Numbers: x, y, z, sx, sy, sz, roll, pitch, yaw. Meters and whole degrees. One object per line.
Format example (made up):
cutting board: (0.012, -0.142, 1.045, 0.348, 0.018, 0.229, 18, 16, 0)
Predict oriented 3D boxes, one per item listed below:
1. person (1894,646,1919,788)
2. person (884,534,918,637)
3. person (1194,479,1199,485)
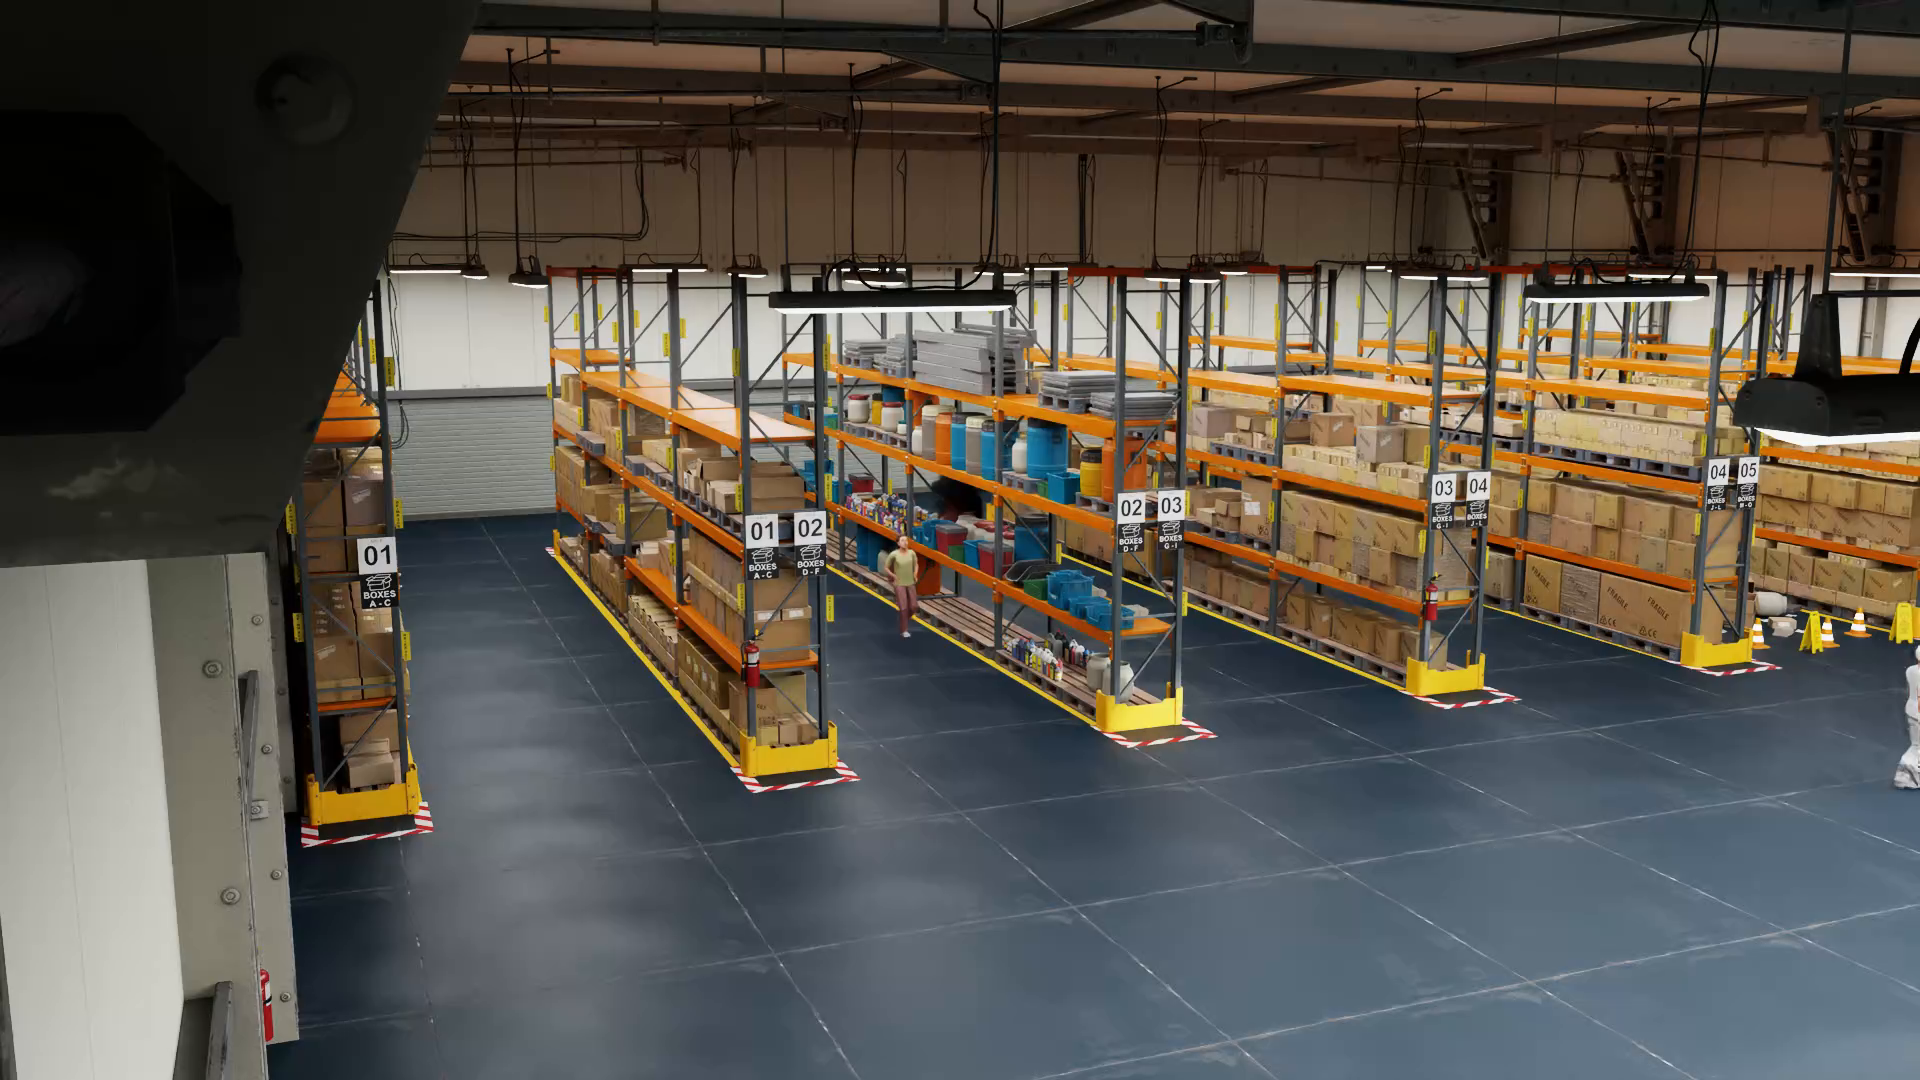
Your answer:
person: (11.414, 2.080, 19.606, 0.615, 1.743, 0.643, 0, 10, 1)
person: (-0.896, 0.704, 26.211, 0.578, 1.631, 0.519, -4, 11, -21)
person: (4.936, -0.449, 34.512, 0.567, 1.650, 0.805, -6, 12, -30)
